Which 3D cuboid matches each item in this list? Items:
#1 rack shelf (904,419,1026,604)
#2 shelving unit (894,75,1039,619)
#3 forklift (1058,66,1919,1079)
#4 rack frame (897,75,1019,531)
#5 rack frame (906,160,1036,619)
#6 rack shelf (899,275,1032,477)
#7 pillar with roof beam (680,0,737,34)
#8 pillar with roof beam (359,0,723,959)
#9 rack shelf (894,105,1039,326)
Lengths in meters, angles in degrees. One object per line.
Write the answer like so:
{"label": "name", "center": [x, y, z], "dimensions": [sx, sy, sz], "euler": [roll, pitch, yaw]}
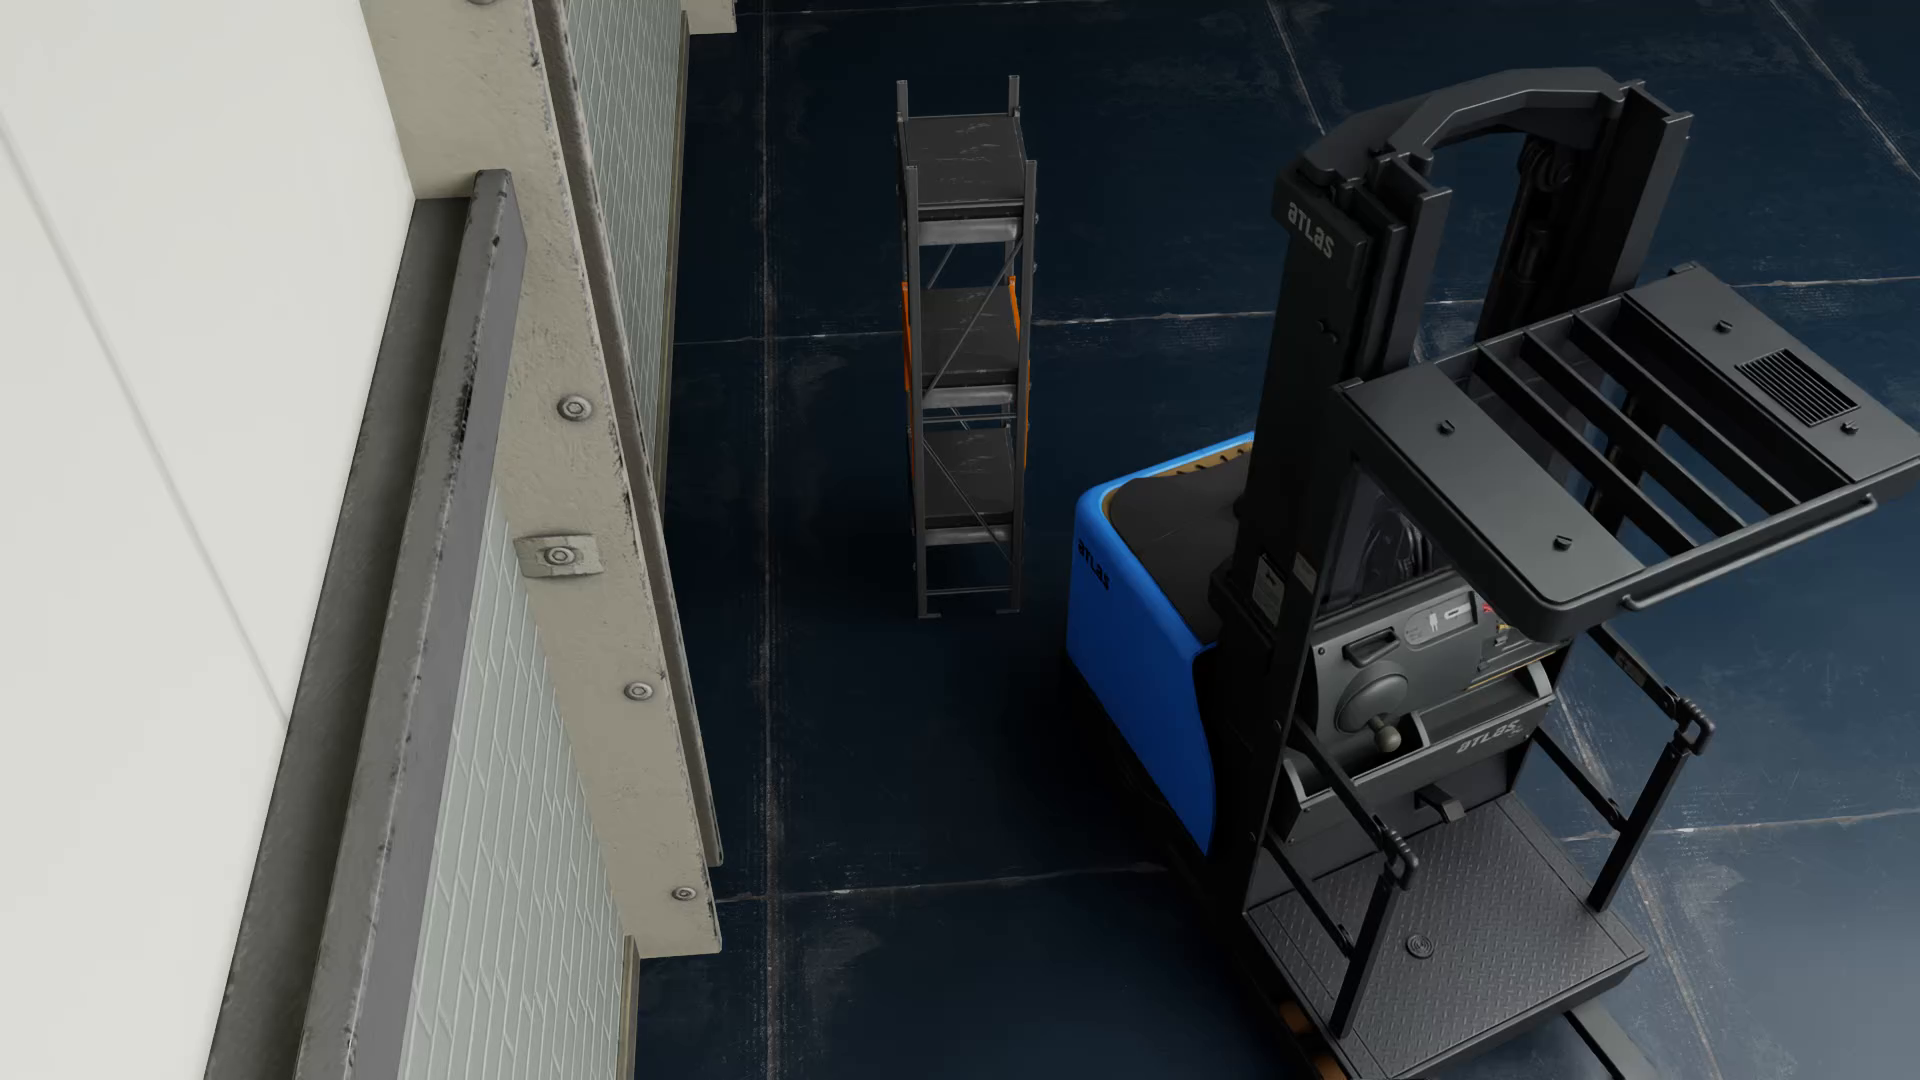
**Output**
{"label": "rack shelf", "center": [0.014, -0.112, 6.529], "dimensions": [0.431, 0.518, 0.480], "euler": [-3, 47, -3]}
{"label": "shelving unit", "center": [0.014, -0.602, 6.011], "dimensions": [0.431, 2.100, 0.503], "euler": [-3, 47, -3]}
{"label": "forklift", "center": [1.466, 0.383, 4.505], "dimensions": [1.130, 2.935, 3.031], "euler": [-19, 50, -17]}
{"label": "rack frame", "center": [-0.007, -0.779, 6.178], "dimensions": [0.400, 2.100, 0.015], "euler": [-3, 47, -3]}
{"label": "rack frame", "center": [0.034, -0.426, 5.844], "dimensions": [0.400, 2.100, 0.015], "euler": [-3, 47, -3]}
{"label": "rack shelf", "center": [0.014, -0.593, 6.021], "dimensions": [0.431, 0.518, 0.480], "euler": [-3, 47, -3]}
{"label": "pillar with roof beam", "center": [2.817, -6.449, 6.796], "dimensions": [9.100, 9.000, 0.400], "euler": [-3, 47, -3]}
{"label": "pillar with roof beam", "center": [3.319, -2.108, 2.685], "dimensions": [9.100, 9.000, 0.400], "euler": [-3, 47, -3]}
{"label": "rack shelf", "center": [0.014, -1.074, 5.512], "dimensions": [0.431, 0.518, 0.480], "euler": [-3, 47, -3]}
